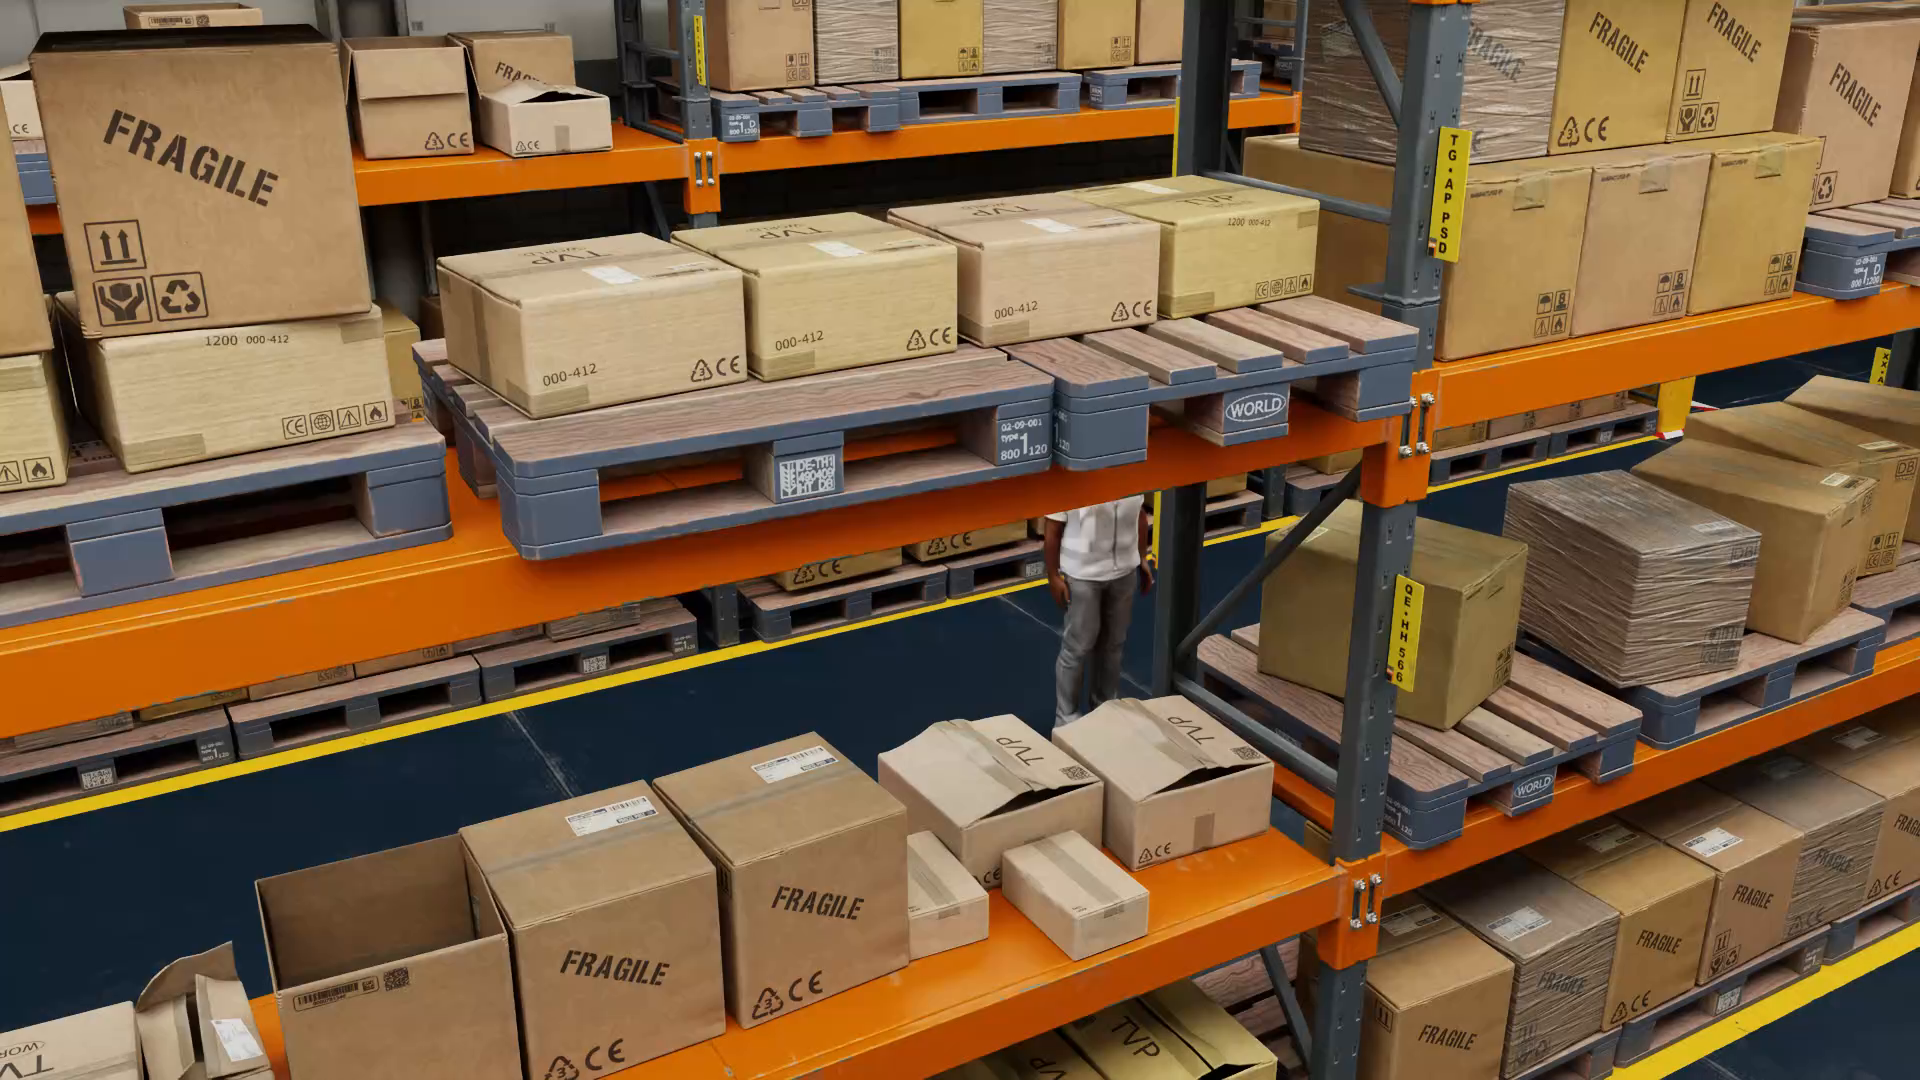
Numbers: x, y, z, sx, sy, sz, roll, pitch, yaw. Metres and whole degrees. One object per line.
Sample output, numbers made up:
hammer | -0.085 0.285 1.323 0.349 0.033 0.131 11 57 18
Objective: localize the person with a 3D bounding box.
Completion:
person | 0.694 0.165 8.176 0.575 1.805 0.409 -12 24 -27
